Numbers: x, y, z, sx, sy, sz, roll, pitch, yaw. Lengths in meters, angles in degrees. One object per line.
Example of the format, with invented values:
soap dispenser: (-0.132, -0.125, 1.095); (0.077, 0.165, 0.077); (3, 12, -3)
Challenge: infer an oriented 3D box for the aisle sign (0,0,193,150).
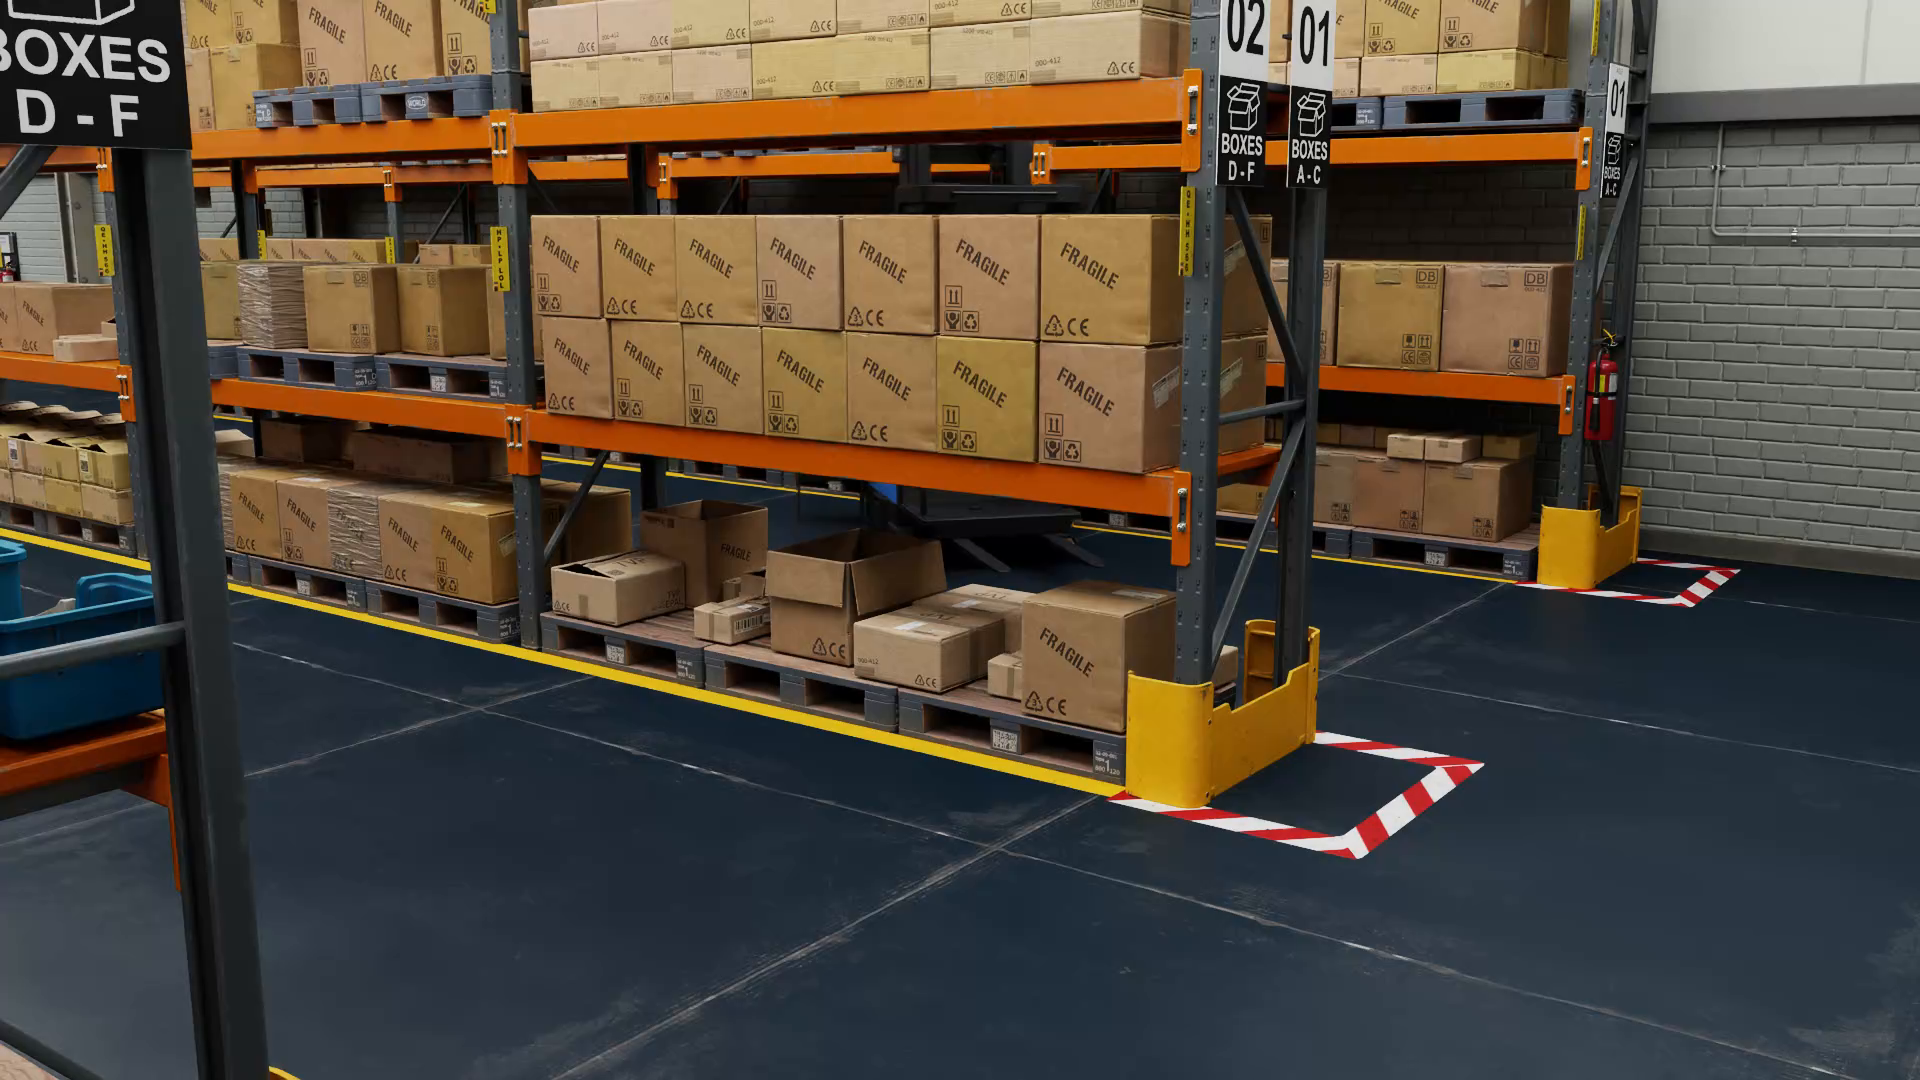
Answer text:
aisle sign: (-1.511, -1.064, 2.788); (0.004, 0.787, 0.394); (8, 13, 36)

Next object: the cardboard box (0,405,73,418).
cardboard box: (-7.562, -0.930, 13.595); (0.500, 0.311, 0.500); (8, 14, 37)

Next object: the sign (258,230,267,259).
sign: (-4.944, -2.021, 11.741); (0.005, 0.325, 0.100); (8, 13, 36)

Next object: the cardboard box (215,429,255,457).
cardboard box: (-5.506, -0.643, 12.114); (0.500, 0.311, 0.500); (9, 14, 37)

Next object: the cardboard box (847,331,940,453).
cardboard box: (-0.151, -0.681, 7.388); (0.500, 0.500, 0.500); (8, 14, 36)

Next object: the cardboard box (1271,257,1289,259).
cardboard box: (1.908, -1.718, 12.221); (0.700, 0.700, 0.980); (8, 13, 34)

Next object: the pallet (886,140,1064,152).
pallet: (0.127, -3.191, 13.233); (1.217, 0.209, 0.805); (7, 13, 33)

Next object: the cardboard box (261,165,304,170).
cardboard box: (-7.378, -4.341, 18.358); (0.500, 0.500, 0.500); (9, 14, 39)

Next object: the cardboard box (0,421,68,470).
cardboard box: (-7.056, -0.732, 12.572); (0.500, 0.311, 0.500); (8, 14, 37)

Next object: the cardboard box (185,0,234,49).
cardboard box: (-4.499, -3.313, 10.465); (0.500, 0.500, 0.500); (8, 13, 36)

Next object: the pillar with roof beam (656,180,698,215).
pillar with roof beam: (-5.412, -4.731, 12.794); (0.400, 9.000, 9.100); (8, 13, 36)

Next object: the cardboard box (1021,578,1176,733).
cardboard box: (0.606, 0.480, 7.076); (0.500, 0.500, 0.500); (8, 13, 36)

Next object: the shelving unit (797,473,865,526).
shelving unit: (-0.992, -1.182, 12.609); (0.503, 2.100, 0.431); (-1, 11, -5)

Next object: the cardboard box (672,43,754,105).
cardboard box: (-0.985, -2.151, 7.750); (0.500, 0.250, 0.500); (8, 13, 36)

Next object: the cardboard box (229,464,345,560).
cardboard box: (-4.233, -0.186, 10.518); (0.500, 0.500, 0.500); (8, 13, 35)

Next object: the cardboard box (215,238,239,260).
cardboard box: (-8.177, -3.213, 19.111); (0.500, 0.500, 0.500); (8, 14, 36)

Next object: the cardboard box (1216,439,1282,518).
cardboard box: (2.253, -0.481, 12.094); (0.500, 0.500, 0.700); (8, 14, 37)

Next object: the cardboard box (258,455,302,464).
cardboard box: (-4.365, -0.327, 11.247); (0.500, 0.500, 0.500); (9, 14, 38)

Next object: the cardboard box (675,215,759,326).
cardboard box: (-0.990, -1.286, 7.885); (0.500, 0.500, 0.500); (7, 13, 34)

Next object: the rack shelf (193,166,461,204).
rack shelf: (-7.164, -3.961, 18.601); (4.000, 0.370, 1.077); (8, 13, 36)

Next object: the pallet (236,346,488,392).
pallet: (-3.687, -1.096, 10.301); (1.213, 0.211, 1.003); (8, 13, 36)

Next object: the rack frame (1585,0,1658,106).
rack frame: (4.120, -4.212, 10.112); (0.127, 3.000, 1.000); (8, 13, 36)

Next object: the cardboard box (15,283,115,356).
cardboard box: (-6.620, -1.643, 12.361); (0.500, 0.500, 0.500); (7, 13, 33)

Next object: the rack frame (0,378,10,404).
rack frame: (-8.482, -1.857, 13.733); (0.127, 3.000, 1.000); (8, 13, 36)

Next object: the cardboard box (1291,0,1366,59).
cardboard box: (2.546, -3.445, 11.096); (0.500, 0.500, 0.500); (7, 13, 33)

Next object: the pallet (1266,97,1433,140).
pallet: (2.528, -2.915, 11.537); (1.213, 0.211, 1.003); (8, 13, 36)

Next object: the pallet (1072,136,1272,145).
pallet: (1.549, -3.052, 12.246); (1.213, 0.211, 1.003); (8, 13, 36)

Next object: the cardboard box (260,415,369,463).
cardboard box: (-4.317, -0.690, 11.146); (0.500, 0.250, 0.500); (9, 14, 38)

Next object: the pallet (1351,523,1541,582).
pallet: (3.429, 0.024, 11.349); (1.213, 0.211, 1.003); (8, 13, 36)

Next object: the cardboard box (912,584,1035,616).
cardboard box: (0.114, 0.409, 8.101); (0.500, 0.250, 0.500); (8, 13, 36)

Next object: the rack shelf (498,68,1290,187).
rack shelf: (-0.421, -1.853, 7.705); (4.000, 0.370, 1.077); (8, 13, 36)

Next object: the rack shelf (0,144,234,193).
rack shelf: (-6.870, -2.752, 12.354); (4.000, 0.370, 1.077); (8, 13, 36)

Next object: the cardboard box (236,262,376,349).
cardboard box: (-4.059, -1.477, 10.400); (0.700, 0.500, 0.500); (-10, 15, -42)

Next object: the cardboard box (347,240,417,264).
cardboard box: (-6.116, -2.926, 17.627); (0.500, 0.500, 0.500); (8, 13, 35)

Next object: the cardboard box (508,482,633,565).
cardboard box: (-2.279, -0.038, 9.754); (0.500, 0.500, 0.500); (7, 13, 33)

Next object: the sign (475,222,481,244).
sign: (-5.227, -3.270, 17.987); (0.005, 0.325, 0.100); (8, 13, 36)

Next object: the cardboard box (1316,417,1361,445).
cardboard box: (2.692, -0.787, 11.966); (0.250, 0.149, 0.380); (8, 14, 36)

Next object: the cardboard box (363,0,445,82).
cardboard box: (-2.948, -2.875, 9.462); (0.600, 0.600, 0.600); (8, 13, 35)

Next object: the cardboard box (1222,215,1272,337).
cardboard box: (0.989, -1.139, 7.122); (0.500, 0.500, 0.500); (8, 14, 37)

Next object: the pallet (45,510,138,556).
pallet: (-5.898, -0.137, 12.183); (1.213, 0.211, 1.003); (8, 13, 36)

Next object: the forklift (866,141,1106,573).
forklift: (0.165, -1.324, 11.159); (1.130, 2.935, 3.031); (-3, 11, -15)

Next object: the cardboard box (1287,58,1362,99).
cardboard box: (2.530, -3.079, 11.178); (0.500, 0.250, 0.500); (7, 13, 34)

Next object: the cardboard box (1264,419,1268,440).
cardboard box: (2.027, -0.789, 11.980); (0.250, 0.149, 0.380); (7, 13, 34)

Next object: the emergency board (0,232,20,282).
emergency board: (-14.505, -4.078, 25.211); (0.643, 1.169, 0.194); (8, 13, 36)

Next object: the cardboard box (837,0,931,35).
cardboard box: (-0.178, -2.284, 7.122); (0.500, 0.250, 0.500); (8, 13, 36)

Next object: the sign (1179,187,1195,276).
sign: (0.846, -1.149, 6.192); (0.005, 0.325, 0.100); (8, 13, 36)

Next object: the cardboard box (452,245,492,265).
cardboard box: (-4.716, -2.755, 16.951); (0.500, 0.500, 0.700); (10, 15, 41)
